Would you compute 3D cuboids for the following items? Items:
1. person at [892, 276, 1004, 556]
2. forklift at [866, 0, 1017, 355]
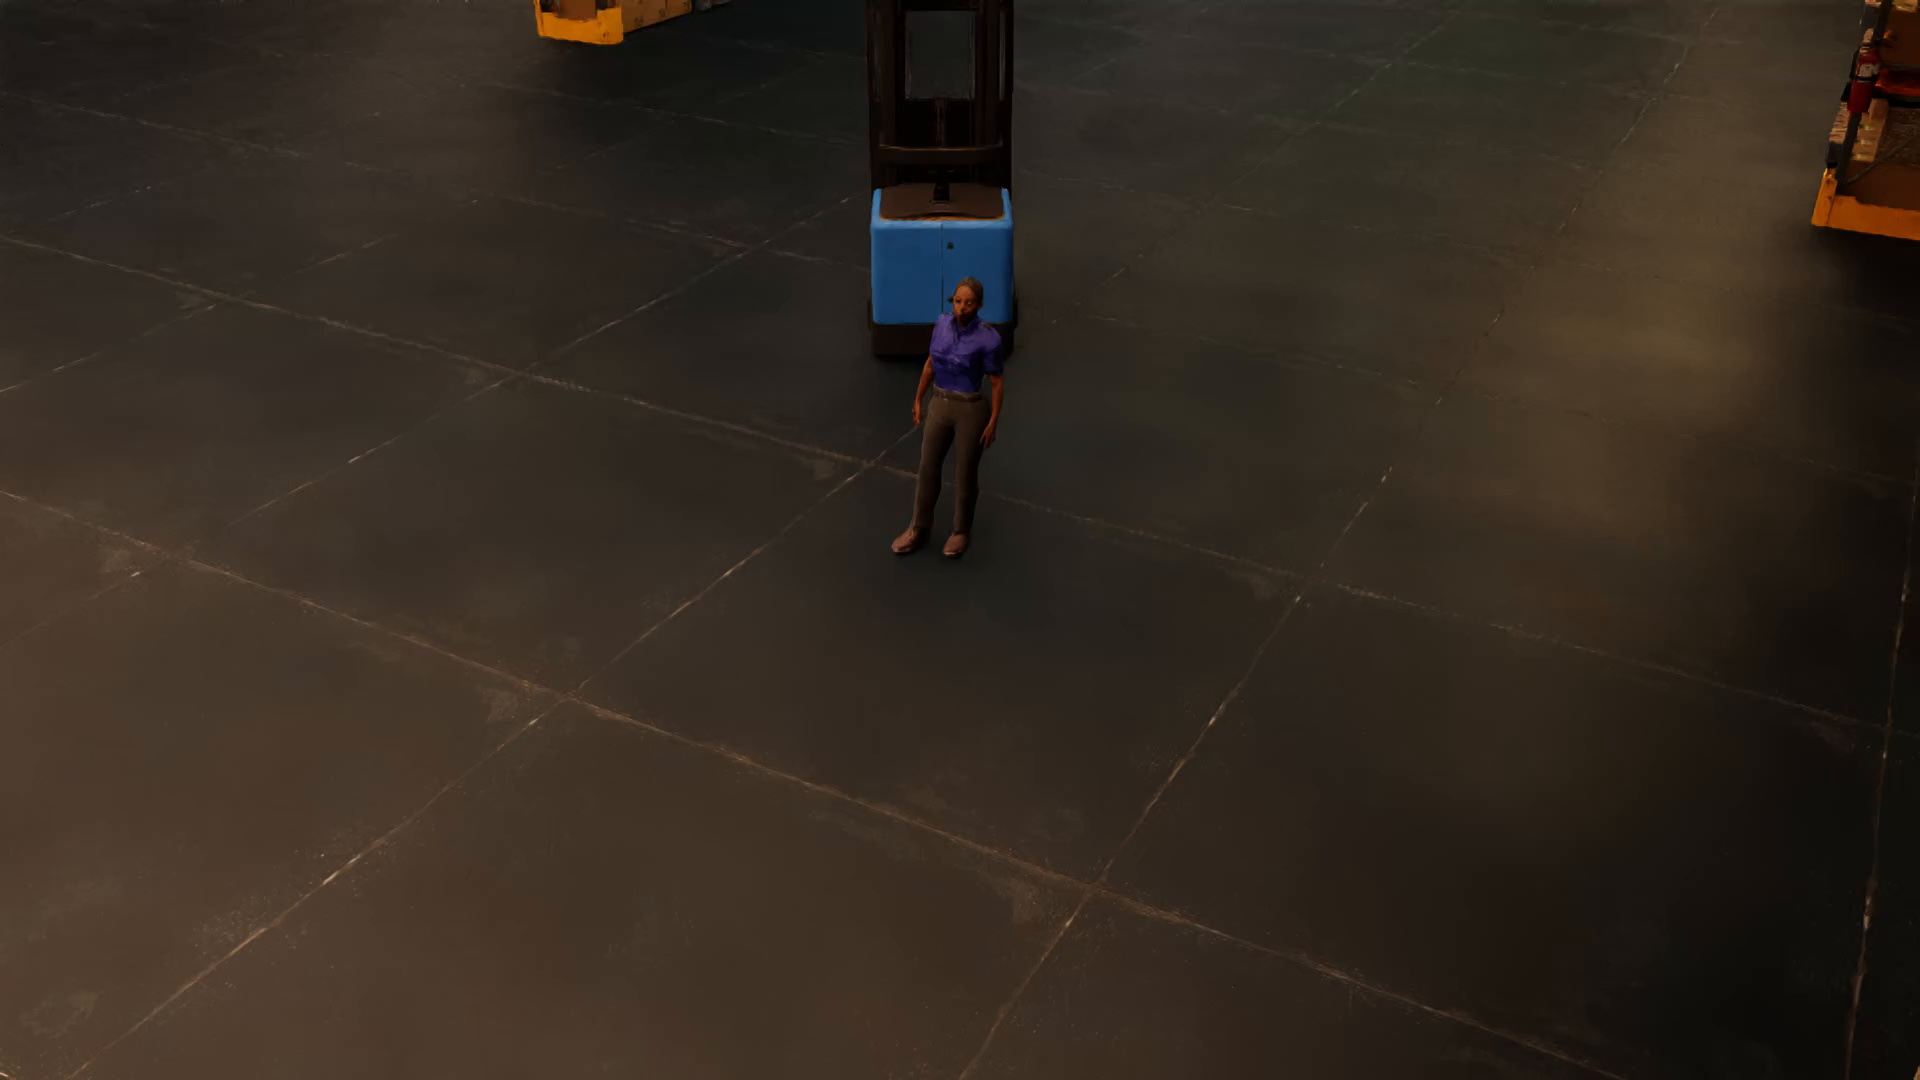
[{"bbox_3d":[-0.060,-0.689,9.528,0.570,1.654,0.503,15,33,25],"label":"person"},{"bbox_3d":[-0.152,-3.329,12.839,1.130,2.935,3.031,-1,30,-1],"label":"forklift"}]
